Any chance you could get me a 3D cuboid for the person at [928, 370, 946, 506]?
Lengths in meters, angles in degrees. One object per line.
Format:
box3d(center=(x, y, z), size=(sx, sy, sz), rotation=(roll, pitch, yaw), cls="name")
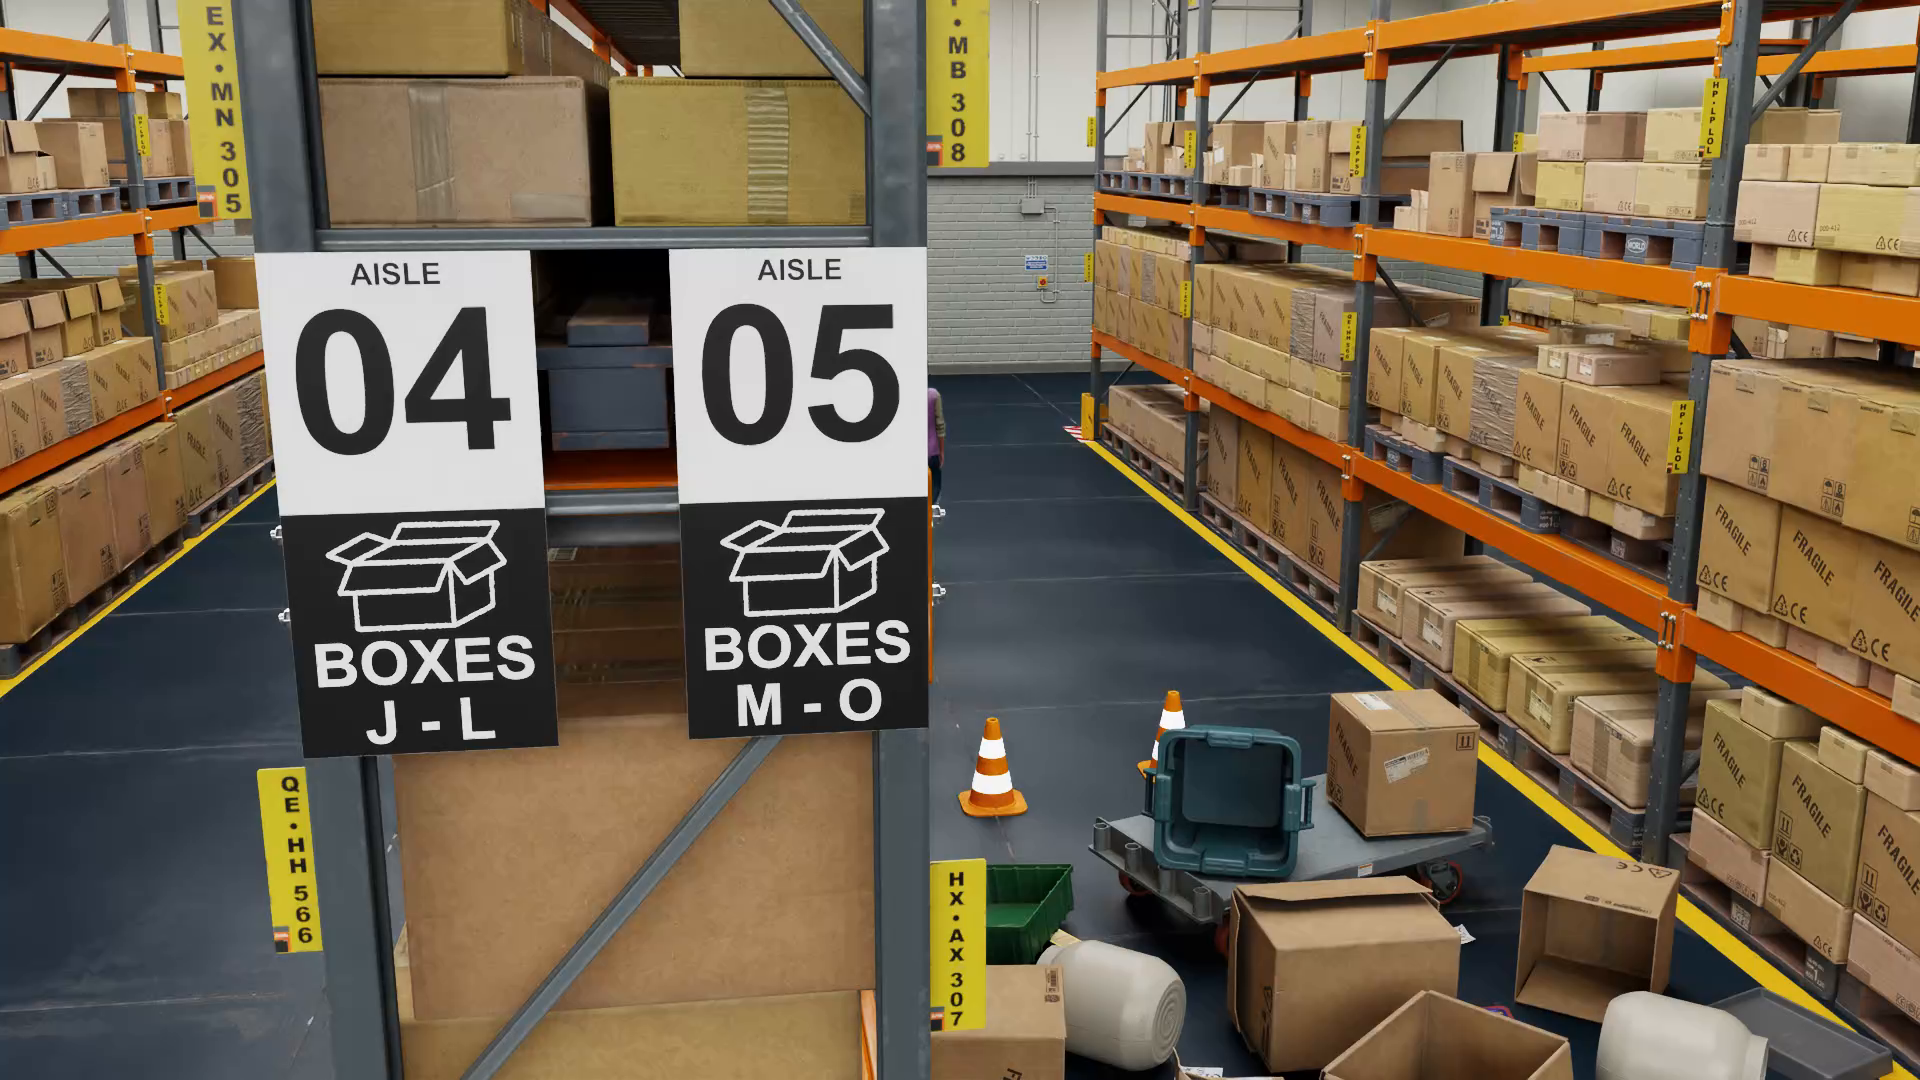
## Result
box3d(center=(-0.330, -0.726, 13.958), size=(0.422, 1.586, 0.497), rotation=(0, 13, 2), cls="person")
